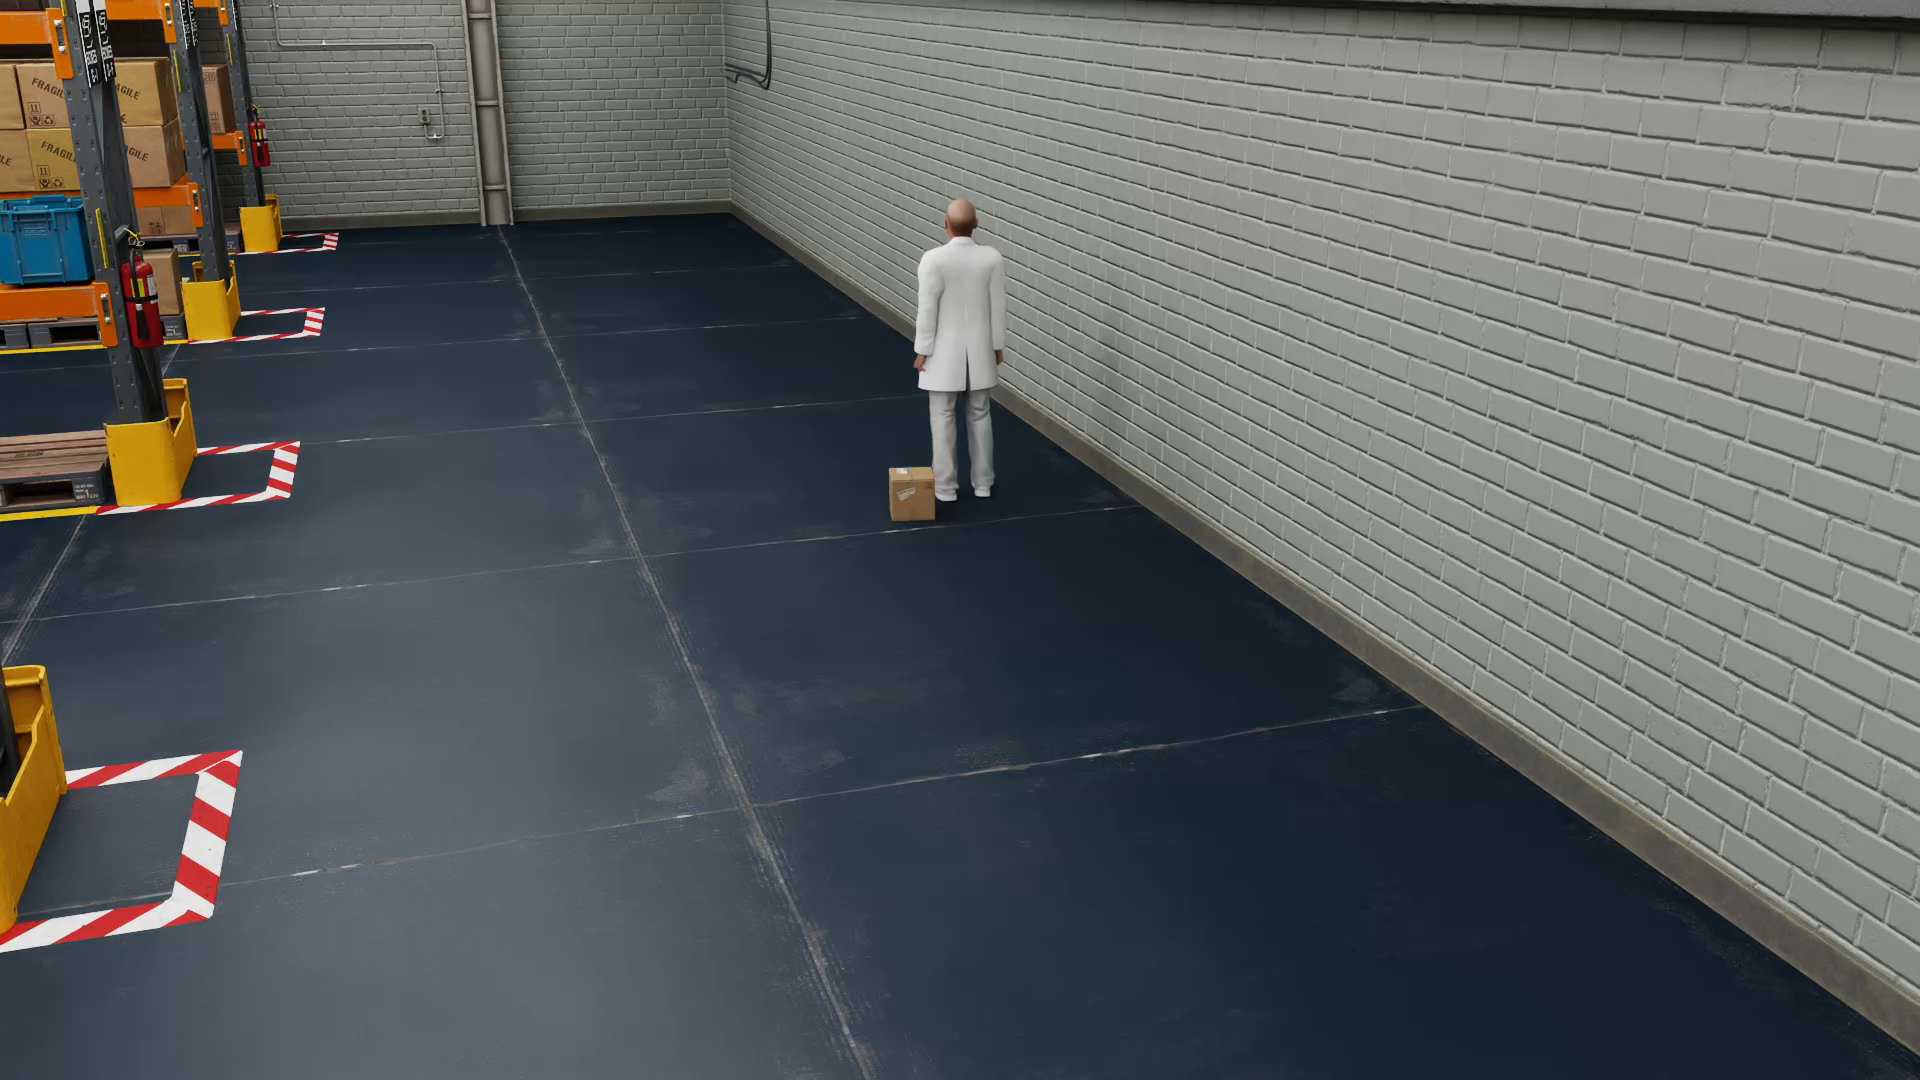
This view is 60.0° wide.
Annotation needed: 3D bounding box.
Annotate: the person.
[{"bbox_3d":[-0.015,-1.130,9.866,0.568,1.783,0.381,-6,20,-17],"label":"person"}]
